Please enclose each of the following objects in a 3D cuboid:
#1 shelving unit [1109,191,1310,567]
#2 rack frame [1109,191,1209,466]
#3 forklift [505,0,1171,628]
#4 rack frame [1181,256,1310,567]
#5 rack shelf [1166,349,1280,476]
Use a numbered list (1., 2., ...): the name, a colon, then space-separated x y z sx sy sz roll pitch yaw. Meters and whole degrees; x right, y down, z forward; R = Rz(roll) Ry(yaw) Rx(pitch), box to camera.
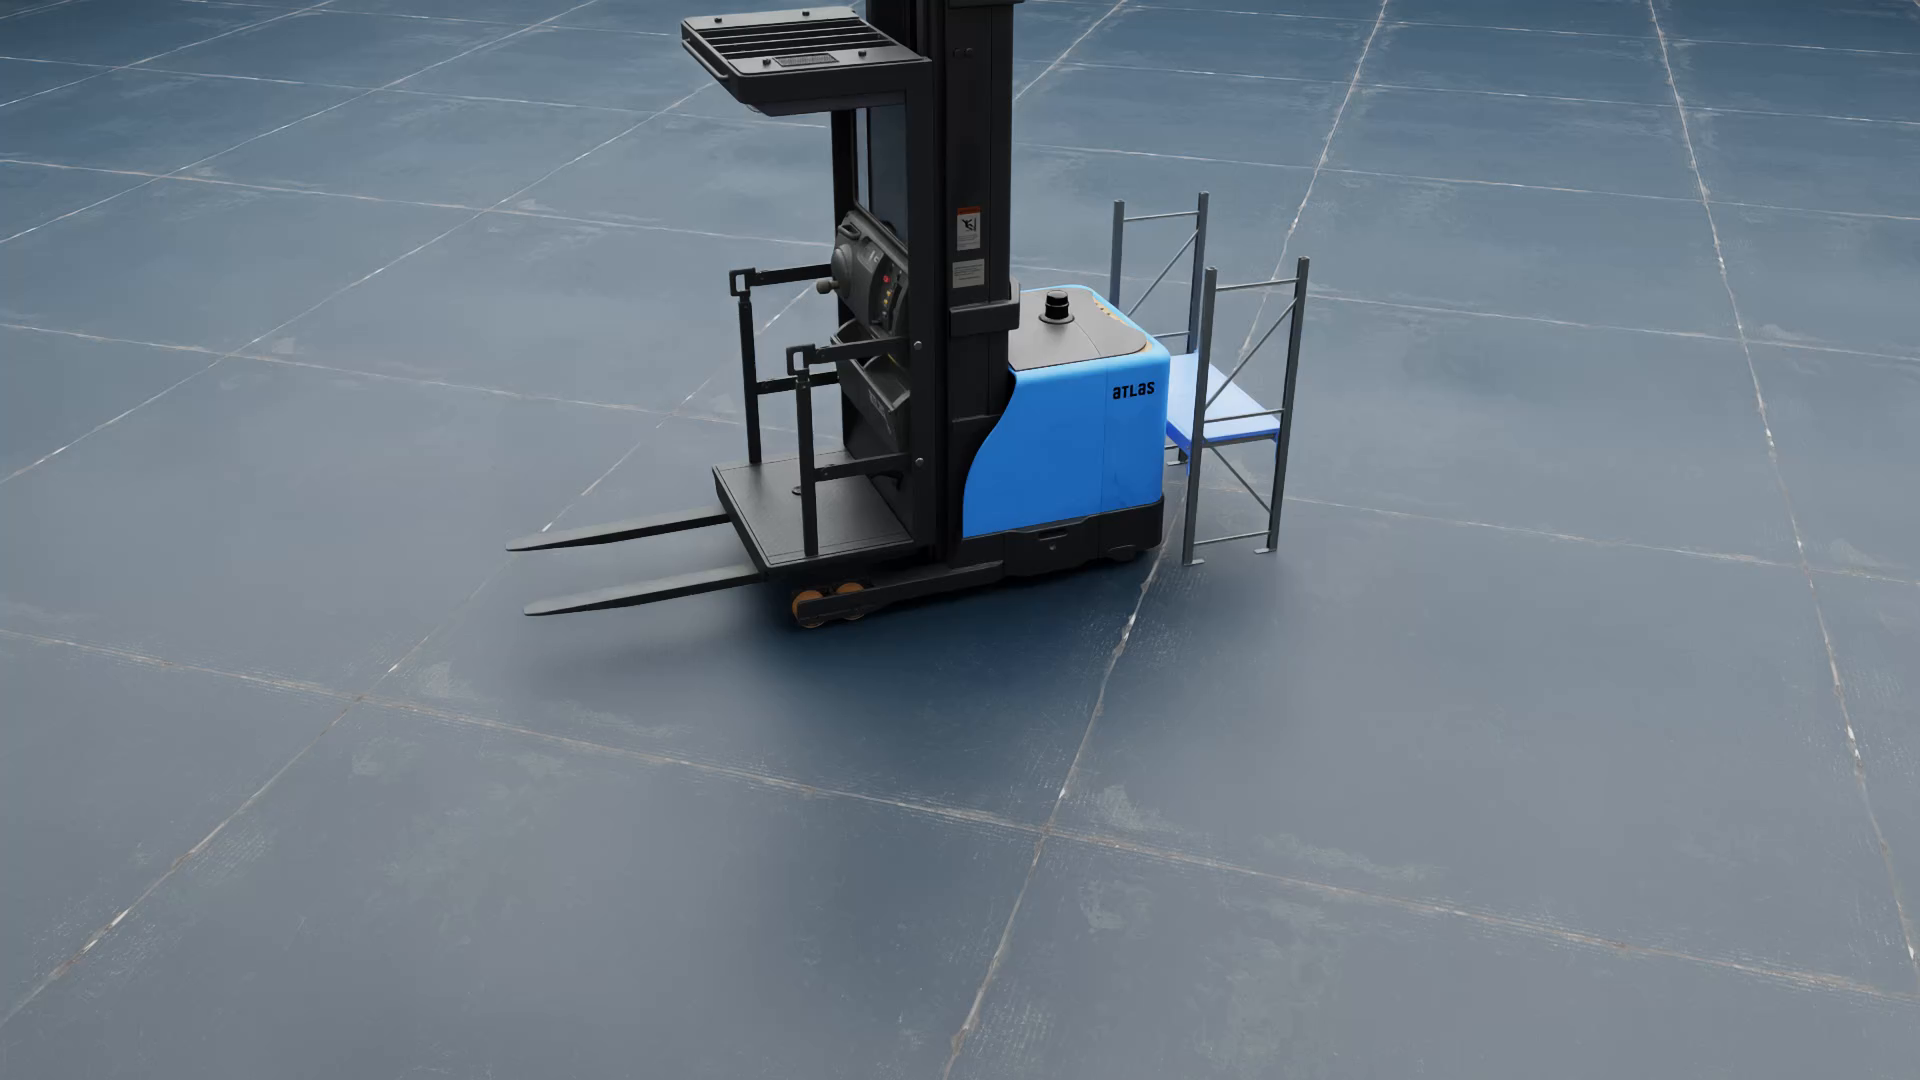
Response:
1. shelving unit: 1.155 -0.806 8.153 0.538 1.500 1.048 -9 30 -16
2. rack frame: 0.993 -1.041 8.574 0.500 1.500 0.032 -9 30 -16
3. forklift: -0.588 -1.173 7.344 3.031 2.935 1.130 -10 31 -18
4. rack frame: 1.316 -0.572 7.732 0.500 1.500 0.032 -9 30 -16
5. rack shelf: 1.153 -0.649 8.240 0.538 0.185 1.000 -9 30 -16
